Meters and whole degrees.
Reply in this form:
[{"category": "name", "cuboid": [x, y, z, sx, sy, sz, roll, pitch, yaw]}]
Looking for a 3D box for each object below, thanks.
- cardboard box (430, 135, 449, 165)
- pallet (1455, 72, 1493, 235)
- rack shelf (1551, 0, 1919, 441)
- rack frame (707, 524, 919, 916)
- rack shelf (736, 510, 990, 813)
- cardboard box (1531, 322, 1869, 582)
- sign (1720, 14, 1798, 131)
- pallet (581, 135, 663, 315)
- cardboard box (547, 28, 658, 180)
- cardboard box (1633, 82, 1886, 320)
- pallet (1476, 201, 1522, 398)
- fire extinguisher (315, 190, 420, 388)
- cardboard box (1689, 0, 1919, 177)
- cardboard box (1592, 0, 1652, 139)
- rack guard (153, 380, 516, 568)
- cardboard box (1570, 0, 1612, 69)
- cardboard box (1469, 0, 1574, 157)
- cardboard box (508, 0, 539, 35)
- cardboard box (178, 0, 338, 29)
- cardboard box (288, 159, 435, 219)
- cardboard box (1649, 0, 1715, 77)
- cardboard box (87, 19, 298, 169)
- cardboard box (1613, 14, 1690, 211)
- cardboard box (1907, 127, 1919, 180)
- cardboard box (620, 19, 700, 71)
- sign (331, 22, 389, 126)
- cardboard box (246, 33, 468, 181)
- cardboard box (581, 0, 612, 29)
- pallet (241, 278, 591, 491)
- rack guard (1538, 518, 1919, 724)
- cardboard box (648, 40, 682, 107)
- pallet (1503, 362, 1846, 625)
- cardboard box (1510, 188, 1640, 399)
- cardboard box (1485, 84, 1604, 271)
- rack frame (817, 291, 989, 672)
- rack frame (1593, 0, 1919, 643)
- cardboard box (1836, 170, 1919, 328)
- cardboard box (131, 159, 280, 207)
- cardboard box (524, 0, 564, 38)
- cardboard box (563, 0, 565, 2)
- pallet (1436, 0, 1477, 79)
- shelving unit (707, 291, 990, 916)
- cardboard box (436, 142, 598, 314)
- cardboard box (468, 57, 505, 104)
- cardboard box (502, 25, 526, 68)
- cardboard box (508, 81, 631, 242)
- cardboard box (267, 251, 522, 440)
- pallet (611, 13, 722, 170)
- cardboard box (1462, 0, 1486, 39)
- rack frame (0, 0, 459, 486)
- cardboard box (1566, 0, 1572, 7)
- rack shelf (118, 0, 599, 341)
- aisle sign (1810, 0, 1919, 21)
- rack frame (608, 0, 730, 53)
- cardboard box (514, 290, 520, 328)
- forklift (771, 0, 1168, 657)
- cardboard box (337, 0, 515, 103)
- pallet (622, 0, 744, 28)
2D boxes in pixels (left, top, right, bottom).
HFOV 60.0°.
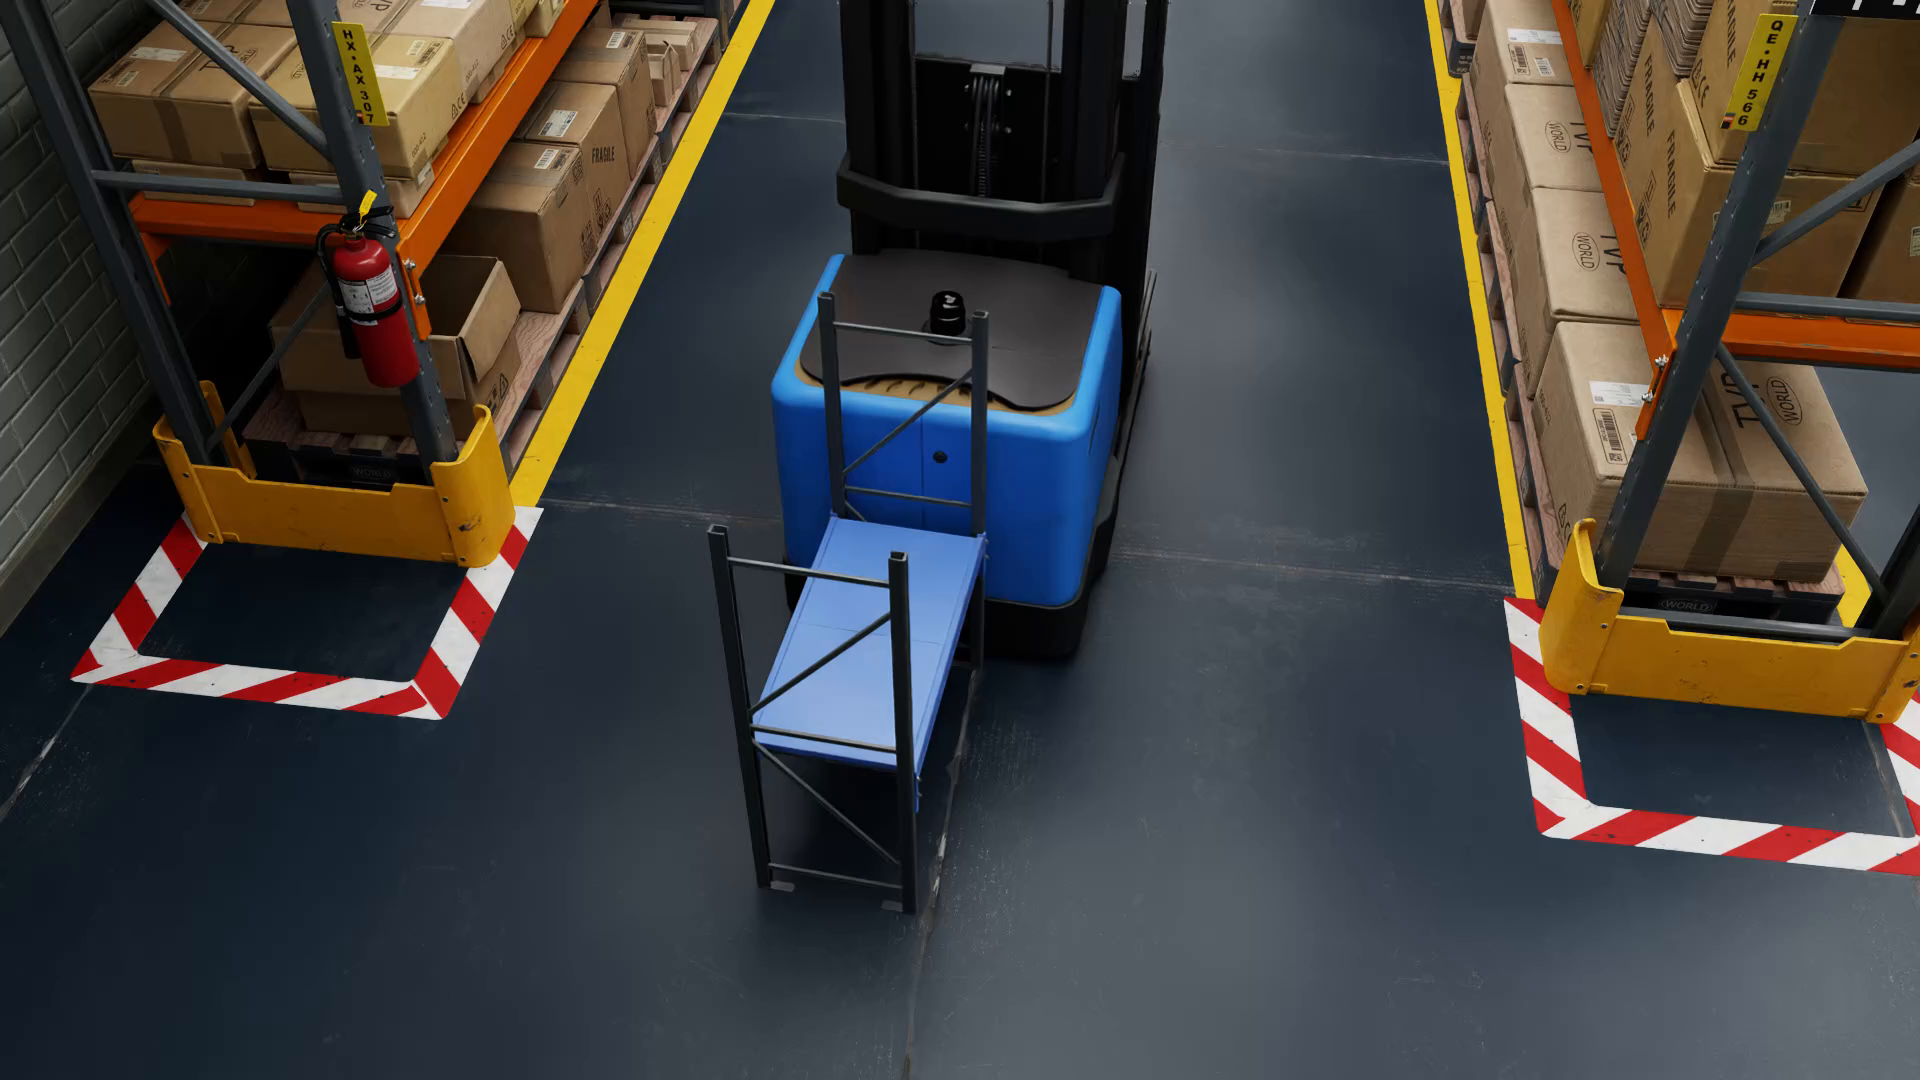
[{"category": "cardboard box", "cuboid": [-1.996, -1.384, 5.713, 0.380, 0.149, 0.250, 6, 44, 7]}, {"category": "pallet", "cuboid": [2.973, -1.853, 8.053, 1.003, 0.211, 1.213, 5, 44, 6]}, {"category": "rack shelf", "cuboid": [2.886, -1.752, 6.442, 1.077, 0.370, 4.000, 5, 44, 6]}, {"category": "rack frame", "cuboid": [-0.374, 0.551, 4.578, 0.500, 1.500, 0.032, 8, 44, 9]}, {"category": "rack shelf", "cuboid": [-0.270, 0.339, 5.063, 0.538, 0.185, 1.000, 8, 44, 9]}, {"category": "cardboard box", "cuboid": [2.610, -0.331, 5.976, 0.875, 0.438, 0.875, 4, 44, 4]}, {"category": "sign", "cuboid": [2.086, -1.216, 4.338, 0.100, 0.325, 0.005, 5, 44, 6]}, {"category": "pallet", "cuboid": [-2.021, -1.511, 7.692, 1.003, 0.211, 1.213, 5, 44, 6]}, {"category": "cardboard box", "cuboid": [-1.835, -2.039, 7.734, 0.700, 0.500, 0.500, 4, 44, 4]}, {"category": "cardboard box", "cuboid": [2.423, -1.039, 5.093, 0.500, 0.500, 0.500, 5, 44, 6]}, {"category": "pallet", "cuboid": [2.814, -1.019, 7.173, 1.003, 0.211, 1.213, 5, 44, 6]}, {"category": "fire extinguisher", "cuboid": [-1.860, -0.793, 5.234, 0.296, 0.674, 0.183, 5, 44, 6]}, {"category": "cardboard box", "cuboid": [2.450, -1.400, 4.747, 0.500, 0.500, 0.500, 7, 44, 7]}, {"category": "cardboard box", "cuboid": [2.563, -1.732, 5.824, 0.500, 0.500, 0.500, 6, 44, 7]}, {"category": "rack guard", "cuboid": [-2.289, -0.243, 6.143, 1.175, 0.500, 0.348, 5, 44, 6]}, {"category": "cardboard box", "cuboid": [2.618, -2.085, 6.197, 0.500, 0.500, 0.500, 6, 44, 7]}, {"category": "cardboard box", "cuboid": [2.961, -2.180, 7.929, 0.875, 0.438, 0.875, 5, 44, 5]}, {"category": "cardboard box", "cuboid": [-1.842, -2.127, 6.207, 0.500, 0.250, 0.500, 4, 44, 5]}, {"category": "cardboard box", "cuboid": [-2.432, -1.842, 5.906, 0.500, 0.250, 0.500, 5, 44, 6]}, {"category": "cardboard box", "cuboid": [-1.983, -1.207, 5.526, 0.380, 0.149, 0.250, 5, 44, 5]}, {"category": "cardboard box", "cuboid": [2.490, -1.759, 5.126, 0.500, 0.500, 0.500, 5, 44, 6]}, {"category": "cardboard box", "cuboid": [-2.501, -1.490, 5.535, 0.500, 0.250, 0.500, 6, 44, 7]}, {"category": "cardboard box", "cuboid": [2.504, -1.380, 5.453, 0.500, 0.500, 0.500, 4, 44, 5]}, {"category": "cardboard box", "cuboid": [2.968, -1.351, 4.695, 0.500, 0.500, 0.500, 4, 44, 5]}, {"category": "cardboard box", "cuboid": [-1.553, -2.536, 8.515, 0.380, 0.149, 0.250, 4, 44, 4]}, {"category": "sign", "cuboid": [-1.761, -1.364, 4.879, 0.100, 0.325, 0.005, 5, 44, 6]}, {"category": "cardboard box", "cuboid": [-1.972, -1.437, 5.479, 0.500, 0.250, 0.500, 5, 44, 6]}, {"category": "cardboard box", "cuboid": [-2.092, -2.572, 8.435, 0.500, 0.311, 0.500, 7, 44, 7]}, {"category": "pallet", "cuboid": [-2.184, -0.682, 6.817, 1.003, 0.211, 1.213, 5, 44, 6]}, {"category": "rack guard", "cuboid": [2.619, 0.274, 5.597, 1.175, 0.500, 0.348, 5, 44, 6]}, {"category": "cardboard box", "cuboid": [-1.600, -2.335, 8.218, 0.396, 0.266, 0.258, 7, 44, 7]}, {"category": "pallet", "cuboid": [2.650, -0.190, 6.297, 1.003, 0.211, 1.213, 5, 44, 6]}, {"category": "cardboard box", "cuboid": [2.723, -0.956, 6.636, 0.875, 0.438, 0.875, 6, 44, 7]}, {"category": "cardboard box", "cuboid": [2.843, -1.570, 7.285, 0.875, 0.438, 0.875, 4, 44, 4]}, {"category": "rack frame", "cuboid": [-0.166, -0.134, 5.300, 0.500, 1.500, 0.032, 8, 44, 9]}, {"category": "rack frame", "cuboid": [2.622, -0.650, 4.755, 1.000, 3.000, 0.127, 5, 44, 6]}, {"category": "cardboard box", "cuboid": [2.970, -0.988, 5.039, 0.500, 0.500, 0.500, 5, 44, 5]}, {"category": "cardboard box", "cuboid": [-2.521, -1.258, 5.580, 0.380, 0.149, 0.250, 5, 44, 5]}, {"category": "cardboard box", "cuboid": [-1.764, -2.080, 6.448, 0.380, 0.149, 0.250, 4, 44, 4]}, {"category": "cardboard box", "cuboid": [-1.749, -2.262, 6.640, 0.380, 0.149, 0.250, 6, 44, 6]}, {"category": "pallet", "cuboid": [3.178, -2.897, 9.156, 1.003, 0.211, 1.213, 5, 44, 6]}, {"category": "shelving unit", "cuboid": [-0.270, 0.208, 4.939, 0.538, 1.500, 1.048, 8, 44, 9]}, {"category": "cardboard box", "cuboid": [-1.972, -1.331, 6.987, 0.700, 0.500, 0.500, 7, 44, 7]}, {"category": "cardboard box", "cuboid": [-1.901, -1.733, 6.082, 0.380, 0.149, 0.250, 7, 44, 7]}, {"category": "cardboard box", "cuboid": [-1.872, -1.915, 6.273, 0.380, 0.149, 0.250, 6, 44, 6]}, {"category": "cardboard box", "cuboid": [-1.803, -1.682, 7.358, 0.500, 0.500, 0.500, 6, 44, 6]}, {"category": "cardboard box", "cuboid": [-2.124, -0.753, 6.374, 0.797, 0.503, 0.637, 4, 44, 4]}, {"category": "pallet", "cuboid": [-1.862, -2.344, 8.573, 1.003, 0.211, 1.213, 5, 44, 6]}, {"category": "cardboard box", "cuboid": [3.153, -3.187, 8.674, 0.875, 0.875, 0.875, 6, 44, 7]}, {"category": "rack frame", "cuboid": [-2.299, -1.099, 5.229, 1.000, 3.000, 0.127, 5, 44, 6]}, {"category": "cardboard box", "cuboid": [2.686, -2.436, 6.568, 0.500, 0.500, 0.500, 5, 44, 6]}, {"category": "rack shelf", "cuboid": [-2.034, -2.201, 6.916, 1.077, 0.370, 4.000, 5, 44, 6]}, {"category": "aisle sign", "cuboid": [2.305, -1.573, 3.839, 0.394, 0.787, 0.004, 5, 44, 6]}, {"category": "rack frame", "cuboid": [-1.770, -3.825, 8.108, 1.000, 3.000, 0.127, 5, 44, 6]}, {"category": "cardboard box", "cuboid": [-2.029, -0.911, 6.798, 0.380, 0.149, 0.250, 4, 44, 4]}, {"category": "forklift", "cuboid": [0.190, -1.688, 5.901, 1.130, 2.935, 3.031, 8, 44, 9]}, {"category": "cardboard box", "cuboid": [-1.905, -1.781, 5.842, 0.500, 0.250, 0.500, 6, 44, 6]}, {"category": "pallet", "cuboid": [-1.700, -3.370, 9.656, 1.003, 0.211, 1.213, 5, 44, 6]}]
